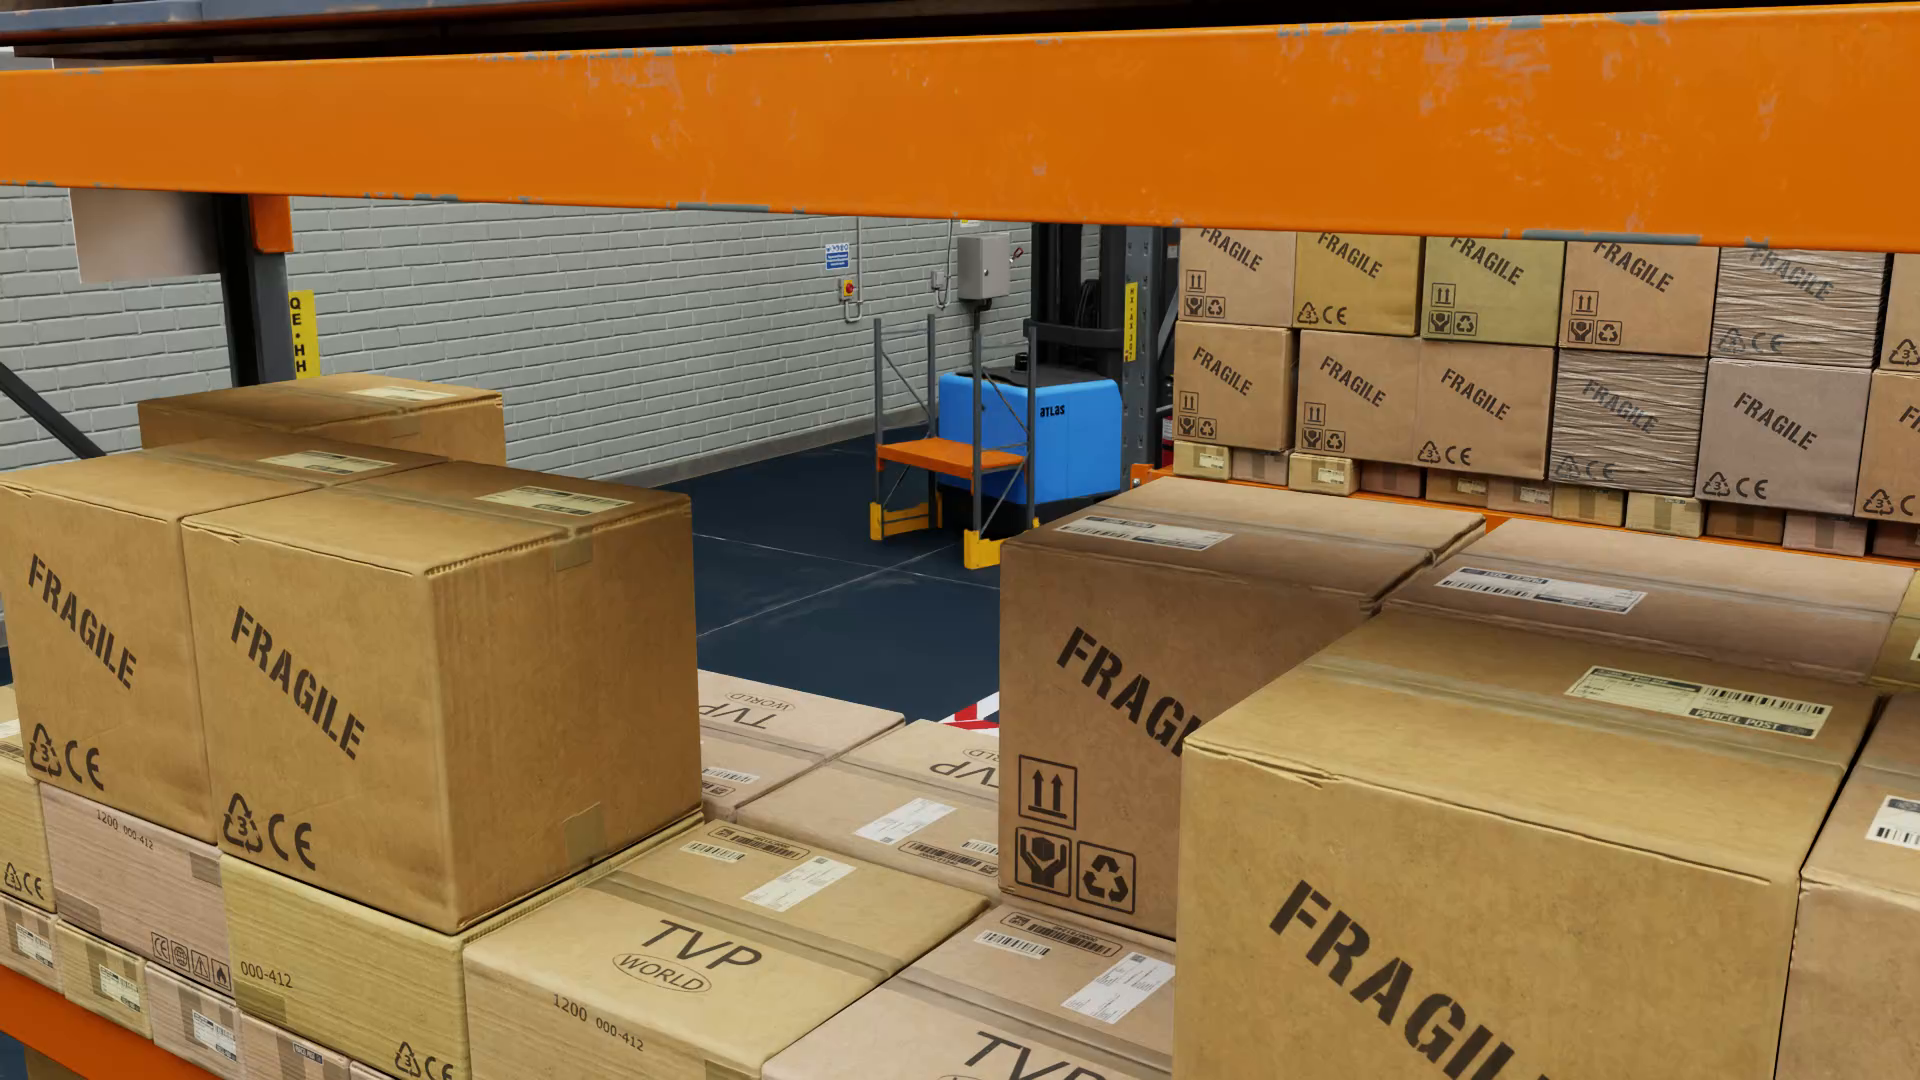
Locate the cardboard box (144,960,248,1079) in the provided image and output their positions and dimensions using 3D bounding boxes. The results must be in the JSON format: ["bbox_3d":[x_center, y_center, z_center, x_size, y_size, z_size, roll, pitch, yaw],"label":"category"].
[{"bbox_3d":[-1.079,0.714,2.720,0.250,0.149,0.380,9,16,32],"label":"cardboard box"}]

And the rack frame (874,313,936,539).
[{"bbox_3d":[-0.370,-0.774,11.327,0.500,1.500,0.032,-11,18,-39],"label":"rack frame"}]

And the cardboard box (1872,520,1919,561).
[{"bbox_3d":[3.332,-0.042,5.774,0.250,0.149,0.380,9,16,31],"label":"cardboard box"}]

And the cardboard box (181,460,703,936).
[{"bbox_3d":[-0.737,0.193,2.433,0.500,0.500,0.500,9,16,31],"label":"cardboard box"}]

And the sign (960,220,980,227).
[{"bbox_3d":[0.097,-3.169,16.164,0.001,0.242,0.339,9,17,33],"label":"sign"}]

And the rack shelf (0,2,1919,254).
[{"bbox_3d":[-0.173,-0.463,2.207,4.000,0.370,1.077,9,17,33],"label":"rack shelf"}]

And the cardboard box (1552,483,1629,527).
[{"bbox_3d":[2.428,-0.170,6.292,0.250,0.149,0.380,10,17,35],"label":"cardboard box"}]

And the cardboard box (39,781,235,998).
[{"bbox_3d":[-1.150,0.490,2.793,0.500,0.250,0.500,9,16,32],"label":"cardboard box"}]

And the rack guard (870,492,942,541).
[{"bbox_3d":[-0.369,-0.167,11.476,0.587,0.250,0.087,-11,18,-39],"label":"rack guard"}]

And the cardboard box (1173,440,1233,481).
[{"bbox_3d":[1.105,-0.369,7.096,0.250,0.149,0.380,9,17,32],"label":"cardboard box"}]

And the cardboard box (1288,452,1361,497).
[{"bbox_3d":[1.533,-0.297,6.802,0.250,0.149,0.380,9,16,31],"label":"cardboard box"}]

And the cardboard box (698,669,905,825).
[{"bbox_3d":[-0.439,0.452,2.948,0.500,0.250,0.500,9,16,31],"label":"cardboard box"}]

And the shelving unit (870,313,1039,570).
[{"bbox_3d":[-0.049,-0.682,10.955,0.587,1.500,1.083,-11,18,-39],"label":"shelving unit"}]

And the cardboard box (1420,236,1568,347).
[{"bbox_3d":[2.085,-1.025,6.312,0.500,0.500,0.500,9,16,32],"label":"cardboard box"}]

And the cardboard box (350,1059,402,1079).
[{"bbox_3d":[-0.654,0.783,2.442,0.250,0.149,0.380,9,16,32],"label":"cardboard box"}]

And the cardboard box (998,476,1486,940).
[{"bbox_3d":[0.393,0.224,2.307,0.500,0.500,0.500,9,16,31],"label":"cardboard box"}]

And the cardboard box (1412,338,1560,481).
[{"bbox_3d":[2.096,-0.543,6.447,0.500,0.500,0.500,9,17,34],"label":"cardboard box"}]

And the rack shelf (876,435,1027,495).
[{"bbox_3d":[-0.044,-0.505,10.992,0.538,0.185,1.000,-11,18,-39],"label":"rack shelf"}]

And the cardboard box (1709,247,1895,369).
[{"bbox_3d":[2.949,-0.891,5.772,0.500,0.500,0.500,10,17,34],"label":"cardboard box"}]

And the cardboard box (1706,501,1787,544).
[{"bbox_3d":[2.884,-0.109,6.043,0.250,0.149,0.380,9,16,32],"label":"cardboard box"}]

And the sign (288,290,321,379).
[{"bbox_3d":[-1.518,-0.408,3.827,0.005,0.325,0.100,9,17,33],"label":"sign"}]

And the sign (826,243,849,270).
[{"bbox_3d":[-1.071,-2.482,14.545,0.001,0.218,0.327,9,17,33],"label":"sign"}]

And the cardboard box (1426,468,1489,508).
[{"bbox_3d":[2.036,-0.248,6.606,0.250,0.149,0.380,9,17,32],"label":"cardboard box"}]

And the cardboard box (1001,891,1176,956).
[{"bbox_3d":[0.400,0.589,2.395,0.500,0.250,0.500,10,17,34],"label":"cardboard box"}]

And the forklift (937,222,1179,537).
[{"bbox_3d":[1.311,-1.662,11.939,3.031,2.935,1.130,-11,17,-36],"label":"forklift"}]

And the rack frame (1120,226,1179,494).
[{"bbox_3d":[1.019,-0.600,7.505,0.127,3.000,1.000,9,17,33],"label":"rack frame"}]

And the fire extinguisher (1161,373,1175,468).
[{"bbox_3d":[1.068,-0.507,8.067,0.183,0.674,0.296,9,17,33],"label":"fire extinguisher"}]

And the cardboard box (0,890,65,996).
[{"bbox_3d":[-1.508,0.645,2.999,0.250,0.149,0.380,9,16,32],"label":"cardboard box"}]

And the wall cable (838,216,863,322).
[{"bbox_3d":[-0.994,-2.861,14.457,0.123,1.953,0.585,9,17,33],"label":"wall cable"}]

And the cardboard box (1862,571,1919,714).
[{"bbox_3d":[1.232,0.361,1.755,0.500,0.500,0.500,9,17,33],"label":"cardboard box"}]

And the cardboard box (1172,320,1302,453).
[{"bbox_3d":[1.238,-0.678,6.992,0.500,0.500,0.500,10,17,35],"label":"cardboard box"}]

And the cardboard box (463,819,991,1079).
[{"bbox_3d":[-0.299,0.627,2.240,0.500,0.250,0.500,9,16,32],"label":"cardboard box"}]

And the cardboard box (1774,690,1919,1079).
[{"bbox_3d":[0.956,0.468,1.324,0.500,0.500,0.500,10,17,34],"label":"cardboard box"}]

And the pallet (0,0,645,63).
[{"bbox_3d":[-1.211,-0.940,2.822,1.213,0.211,1.003,9,17,33],"label":"pallet"}]

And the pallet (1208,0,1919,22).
[{"bbox_3d":[0.814,-0.613,1.500,1.213,0.211,1.003,9,17,33],"label":"pallet"}]

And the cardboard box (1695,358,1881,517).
[{"bbox_3d":[2.937,-0.402,5.878,0.500,0.500,0.500,9,17,33],"label":"cardboard box"}]

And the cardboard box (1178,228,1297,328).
[{"bbox_3d":[1.244,-1.165,6.880,0.500,0.500,0.500,9,17,32],"label":"cardboard box"}]
